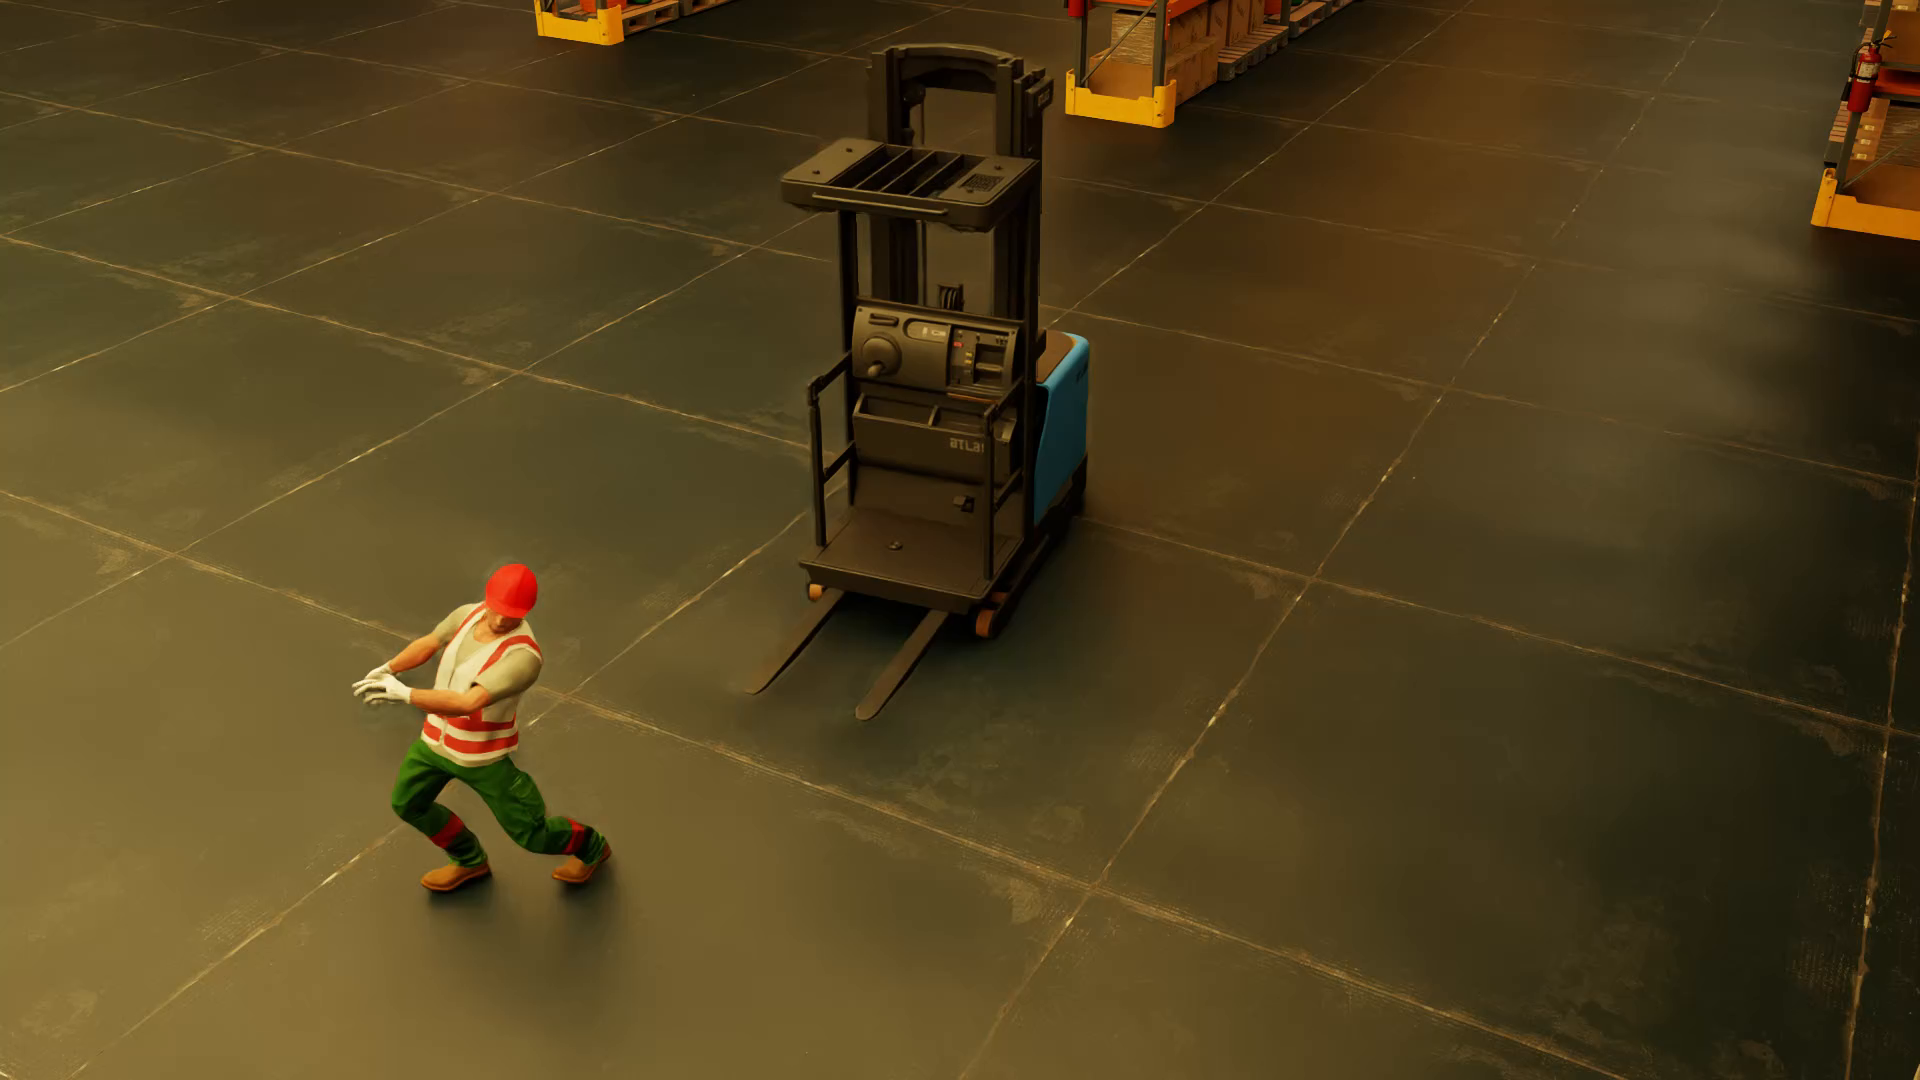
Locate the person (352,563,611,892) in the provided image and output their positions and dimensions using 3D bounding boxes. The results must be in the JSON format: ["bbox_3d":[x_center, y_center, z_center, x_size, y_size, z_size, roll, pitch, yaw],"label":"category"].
[{"bbox_3d":[-2.126,0.827,6.939,0.916,1.594,0.853,17,34,27],"label":"person"}]

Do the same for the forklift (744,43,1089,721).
[{"bbox_3d":[-0.215,-0.968,8.747,1.130,2.935,3.031,11,32,18],"label":"forklift"}]
